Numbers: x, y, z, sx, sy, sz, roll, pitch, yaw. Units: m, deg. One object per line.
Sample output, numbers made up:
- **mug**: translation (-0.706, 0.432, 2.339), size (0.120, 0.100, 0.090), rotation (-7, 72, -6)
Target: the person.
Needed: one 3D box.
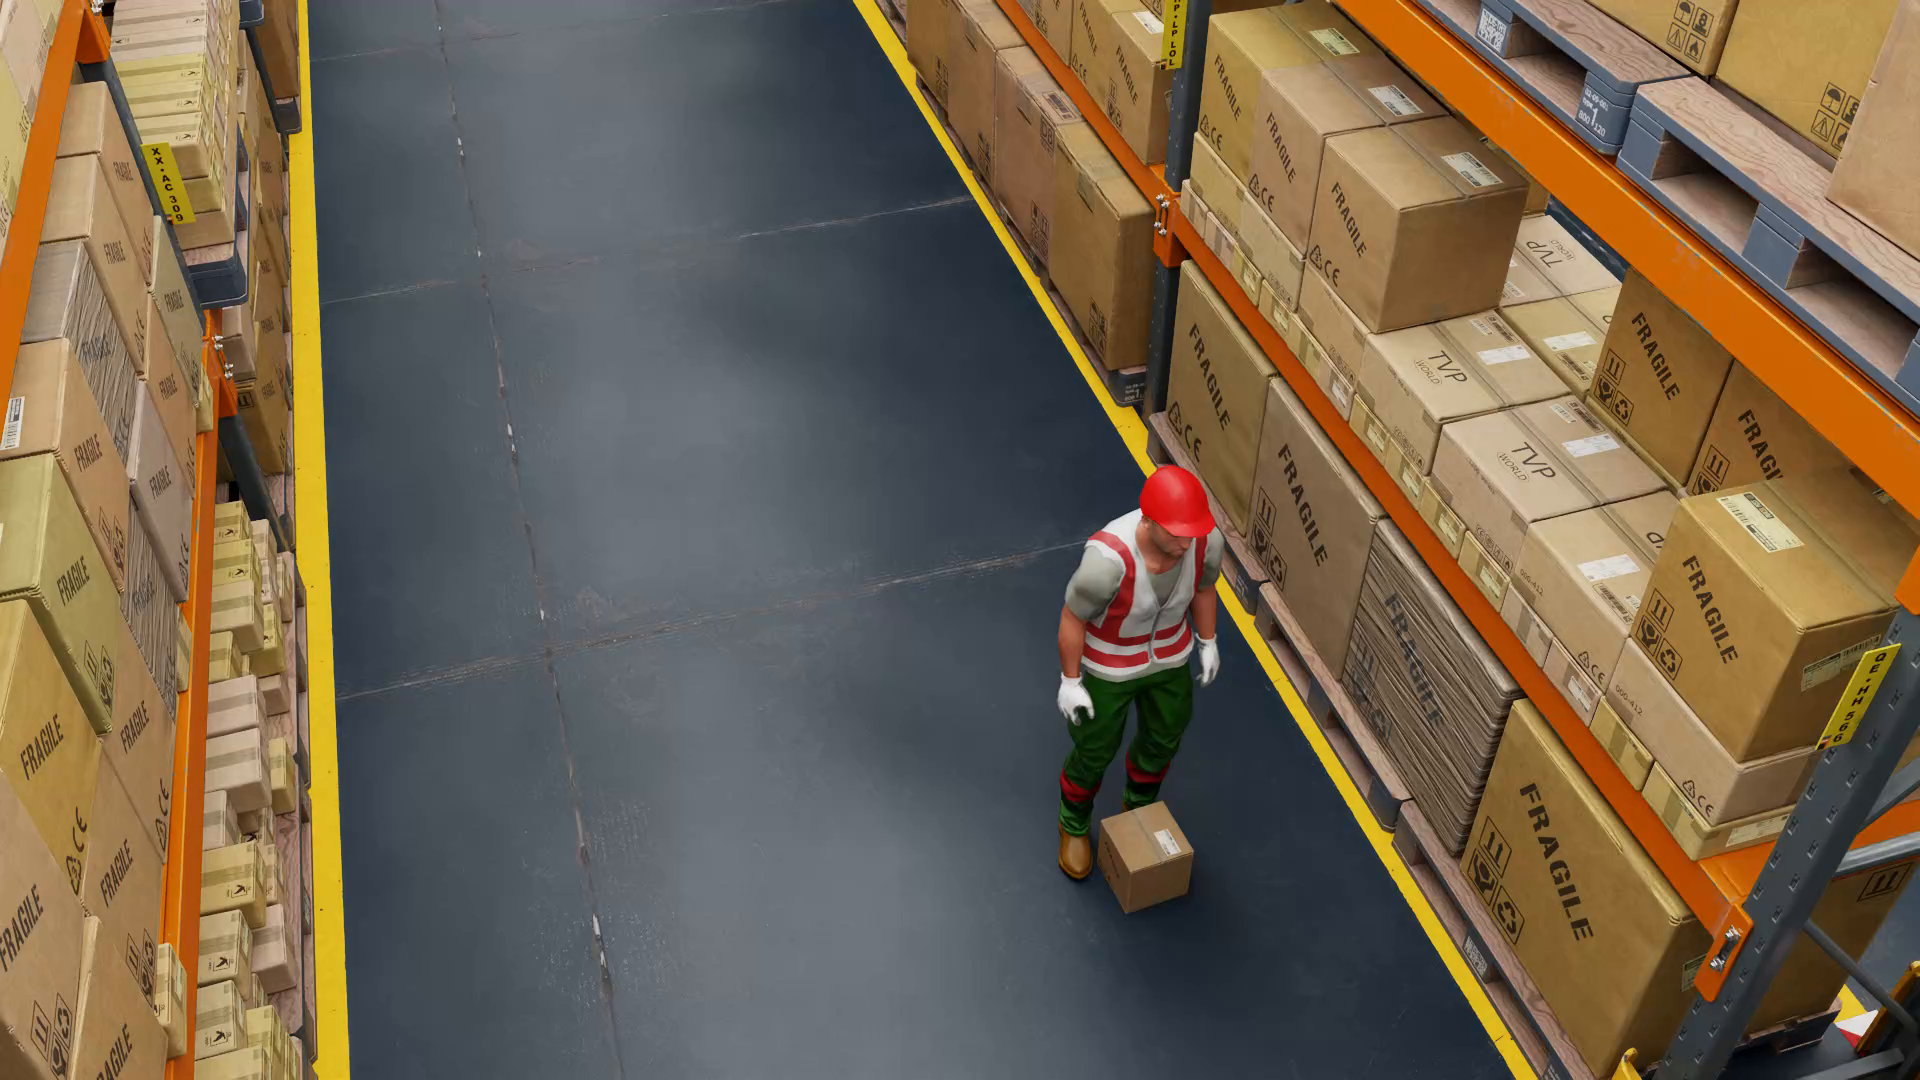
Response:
- **person**: translation (2.093, -3.725, 10.308), size (7.847, 1.778, 11.025), rotation (-14, 44, -15)
